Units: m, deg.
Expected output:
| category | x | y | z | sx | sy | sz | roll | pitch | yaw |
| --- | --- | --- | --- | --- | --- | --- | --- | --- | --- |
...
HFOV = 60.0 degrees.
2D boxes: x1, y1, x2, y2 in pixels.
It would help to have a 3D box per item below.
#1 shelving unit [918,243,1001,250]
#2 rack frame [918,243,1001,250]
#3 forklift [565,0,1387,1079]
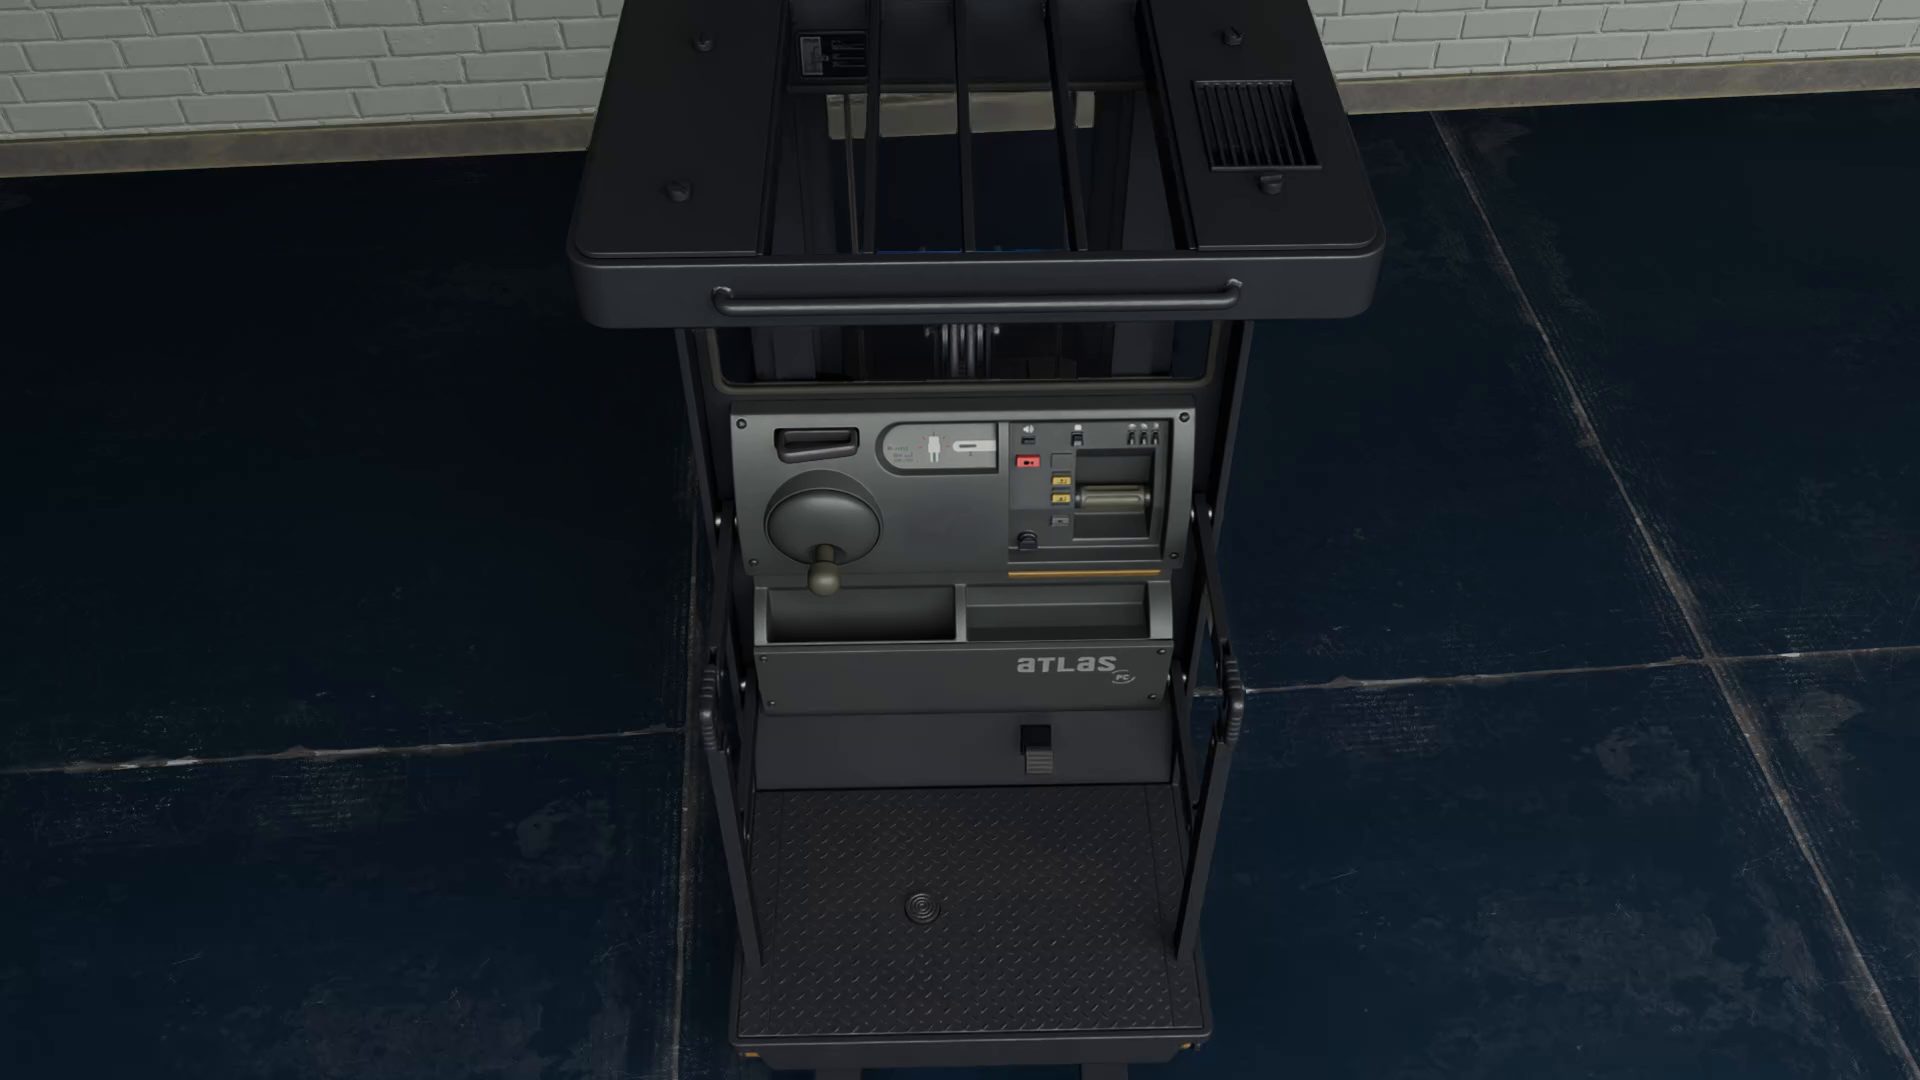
| category | x | y | z | sx | sy | sz | roll | pitch | yaw |
| --- | --- | --- | --- | --- | --- | --- | --- | --- | --- |
| shelving unit | 0.001 | -0.475 | 5.081 | 0.258 | 0.900 | 0.210 | -1 | 47 | -1 |
| rack frame | -0.001 | -0.549 | 5.150 | 0.240 | 0.900 | 0.006 | -1 | 47 | -1 |
| forklift | 0.014 | 0.007 | 3.225 | 1.130 | 2.935 | 3.031 | -1 | 47 | -1 |
